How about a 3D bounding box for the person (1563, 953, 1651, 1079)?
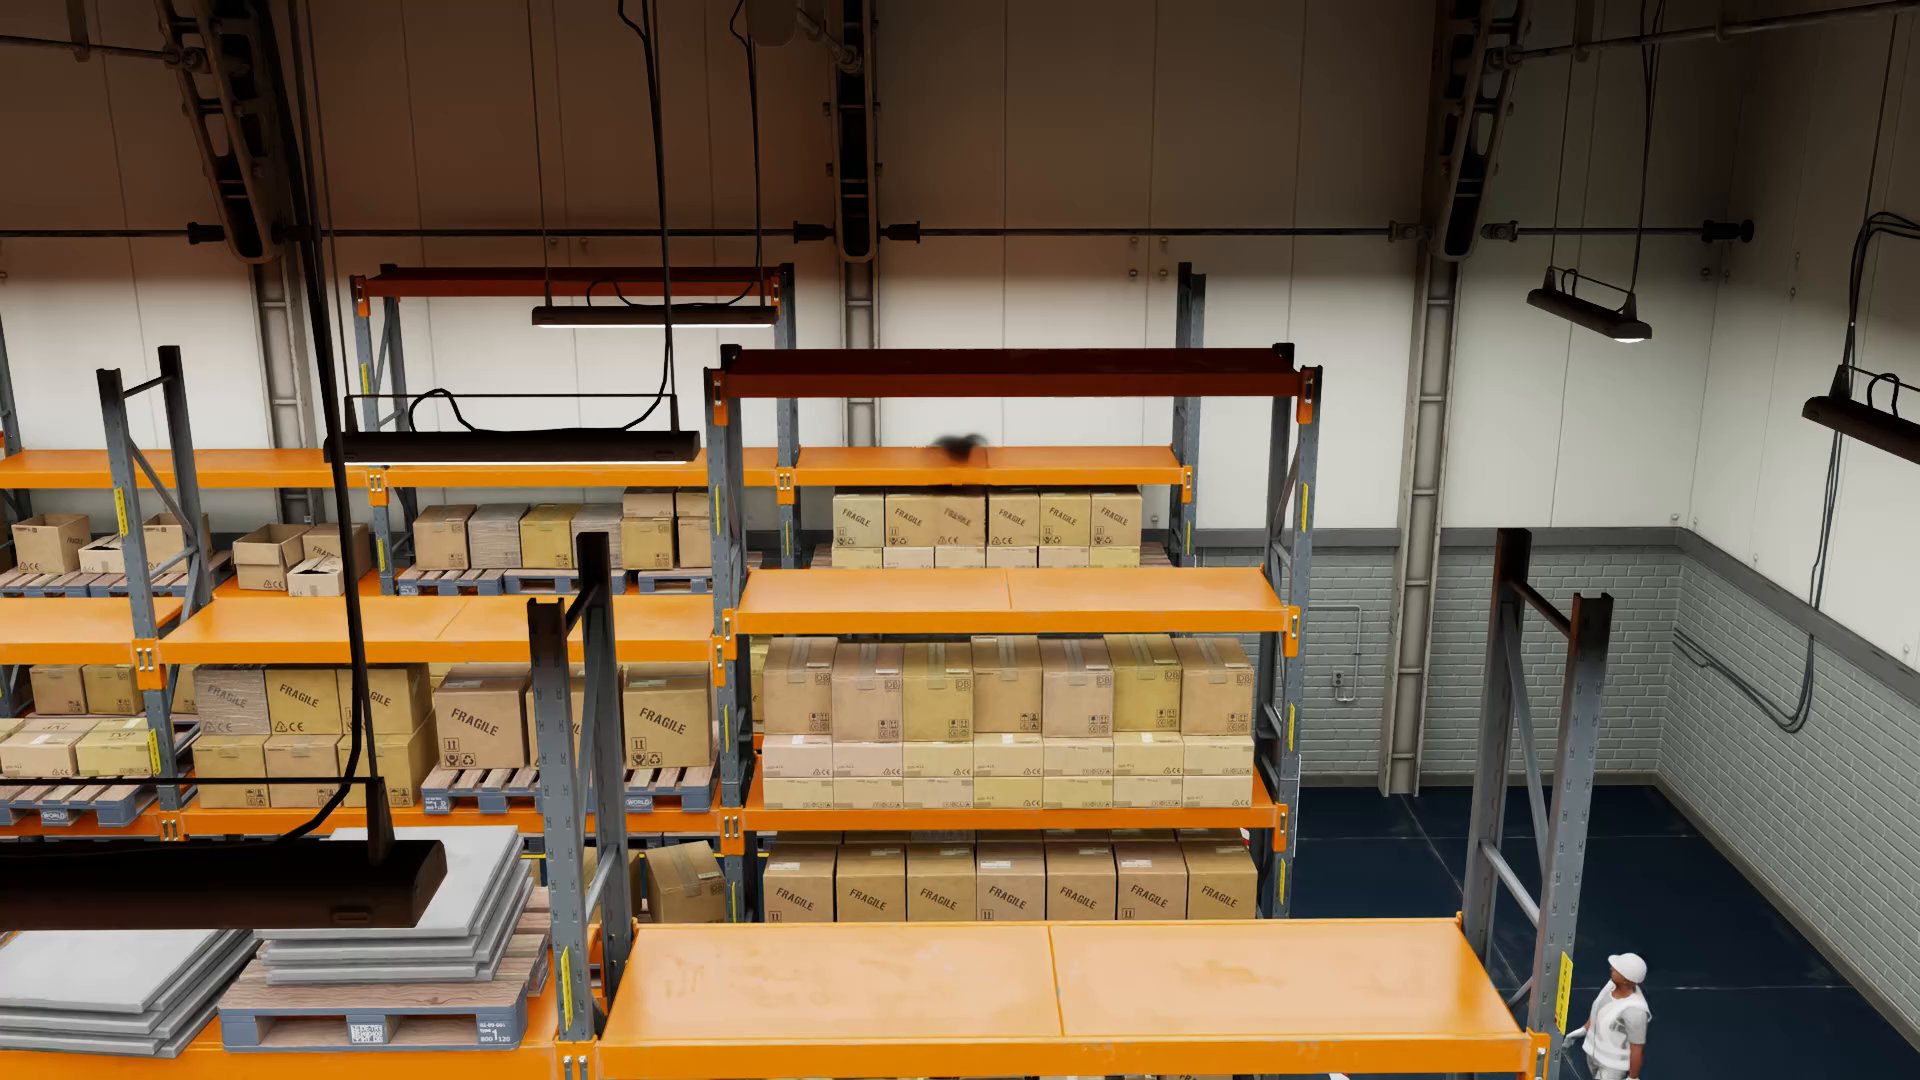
[{"bbox_3d":[4.794,3.826,12.323,1.033,1.745,0.676,-6,17,-21],"label":"person"}]
